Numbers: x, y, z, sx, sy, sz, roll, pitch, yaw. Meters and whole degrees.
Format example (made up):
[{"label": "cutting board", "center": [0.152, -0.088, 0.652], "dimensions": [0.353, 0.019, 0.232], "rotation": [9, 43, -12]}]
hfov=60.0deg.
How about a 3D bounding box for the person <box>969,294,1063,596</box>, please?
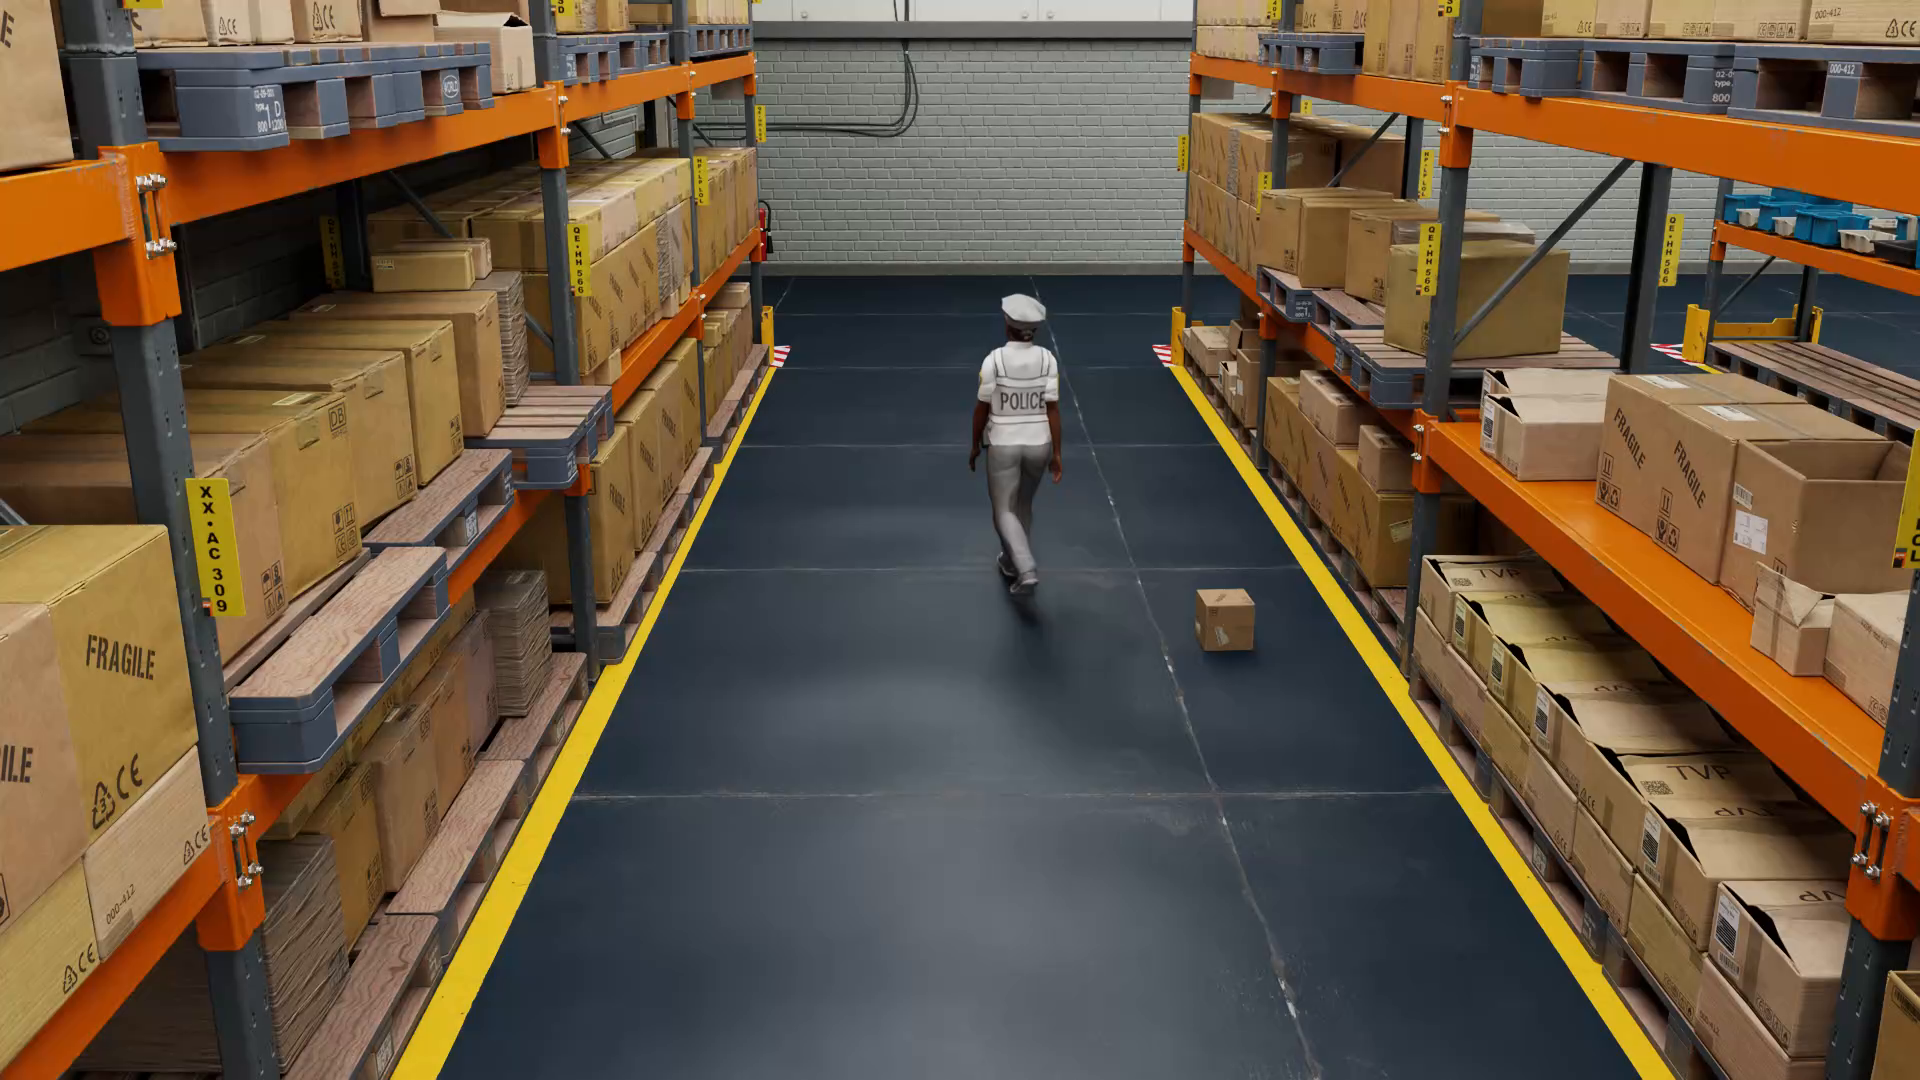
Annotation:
[{"label": "person", "center": [0.315, -0.517, 9.161], "dimensions": [0.463, 1.649, 0.937], "rotation": [-5, 18, -15]}]
